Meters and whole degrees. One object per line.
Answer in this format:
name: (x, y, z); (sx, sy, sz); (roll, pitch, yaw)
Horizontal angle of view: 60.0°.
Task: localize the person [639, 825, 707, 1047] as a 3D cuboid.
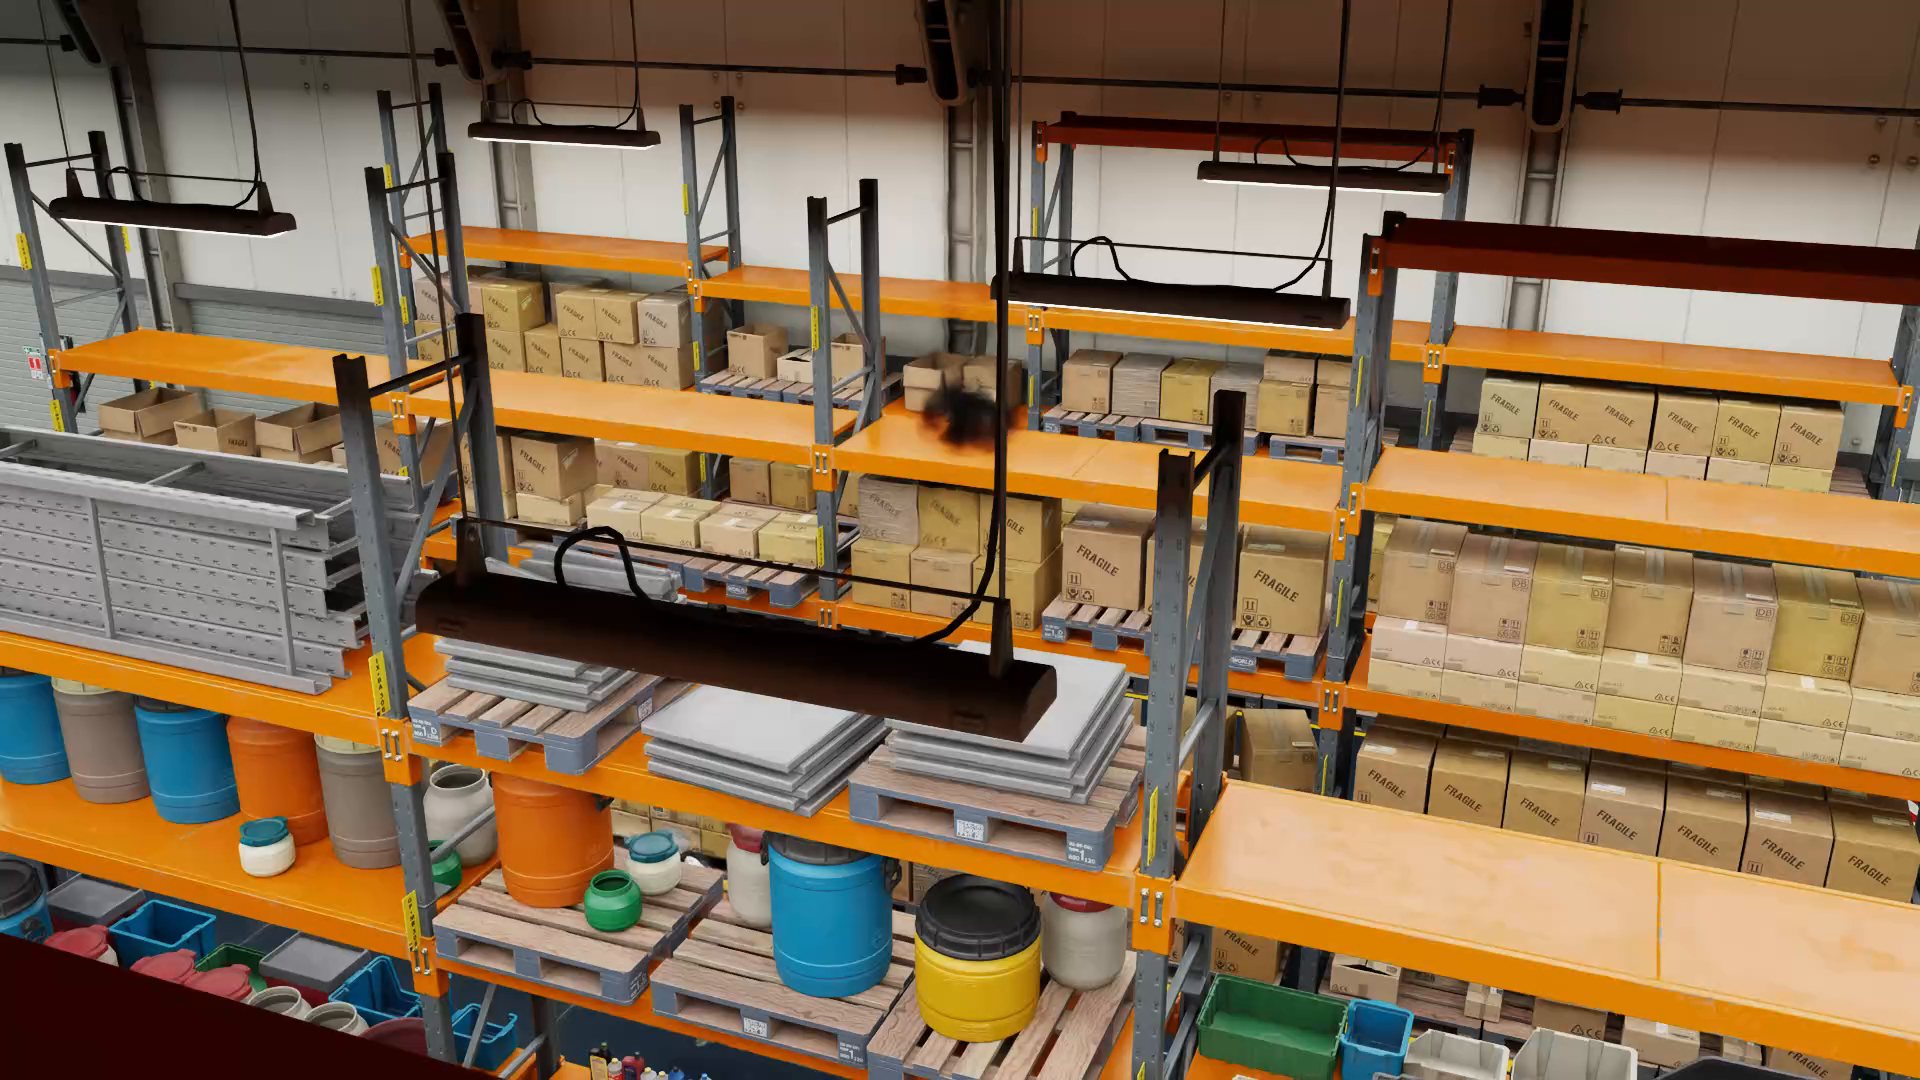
person: (-2.029, 2.817, 11.890); (0.736, 1.709, 0.620); (8, 22, 19)
